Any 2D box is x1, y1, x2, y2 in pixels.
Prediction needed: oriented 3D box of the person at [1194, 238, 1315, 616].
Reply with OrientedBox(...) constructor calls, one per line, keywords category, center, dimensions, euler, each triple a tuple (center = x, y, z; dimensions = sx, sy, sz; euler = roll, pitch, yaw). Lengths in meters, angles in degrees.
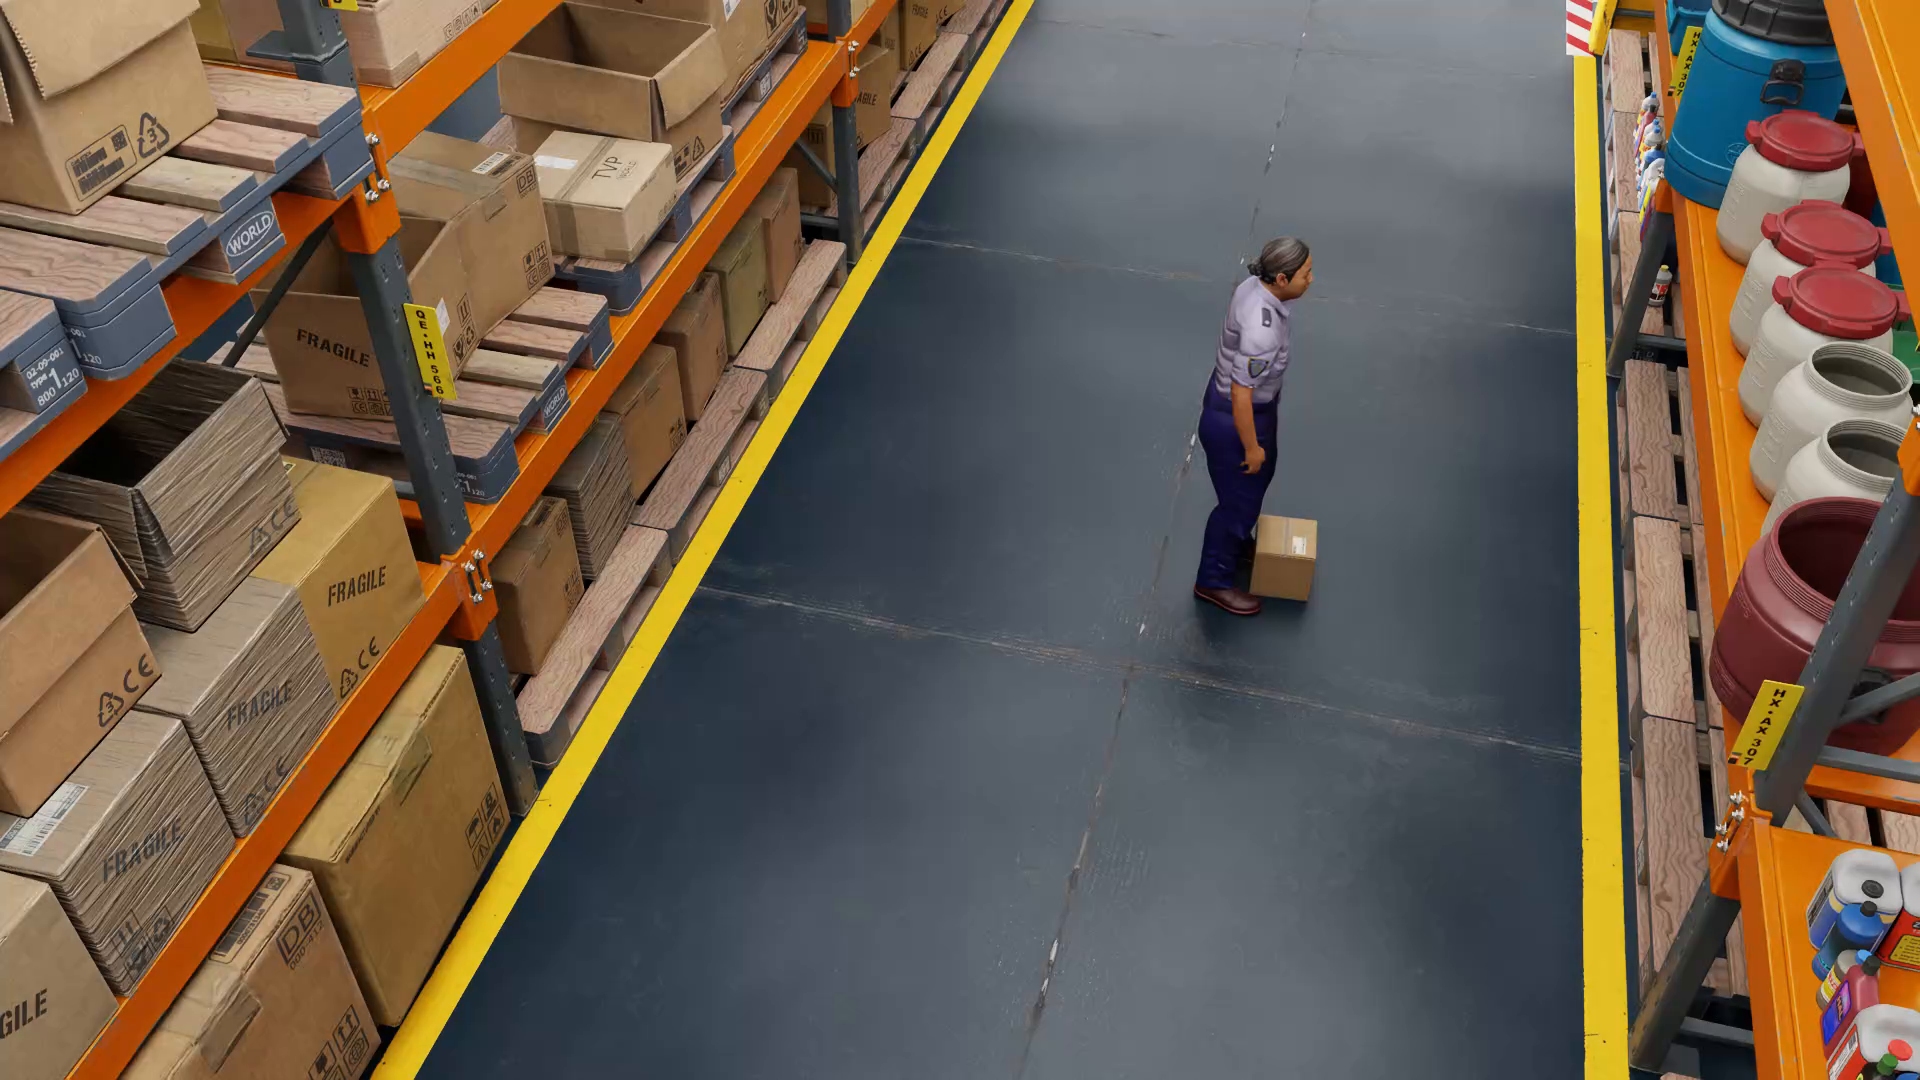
OrientedBox(category="person", center=(1.181, -0.484, 6.716), dimensions=(0.415, 1.651, 0.551), euler=(9, 42, 10))
